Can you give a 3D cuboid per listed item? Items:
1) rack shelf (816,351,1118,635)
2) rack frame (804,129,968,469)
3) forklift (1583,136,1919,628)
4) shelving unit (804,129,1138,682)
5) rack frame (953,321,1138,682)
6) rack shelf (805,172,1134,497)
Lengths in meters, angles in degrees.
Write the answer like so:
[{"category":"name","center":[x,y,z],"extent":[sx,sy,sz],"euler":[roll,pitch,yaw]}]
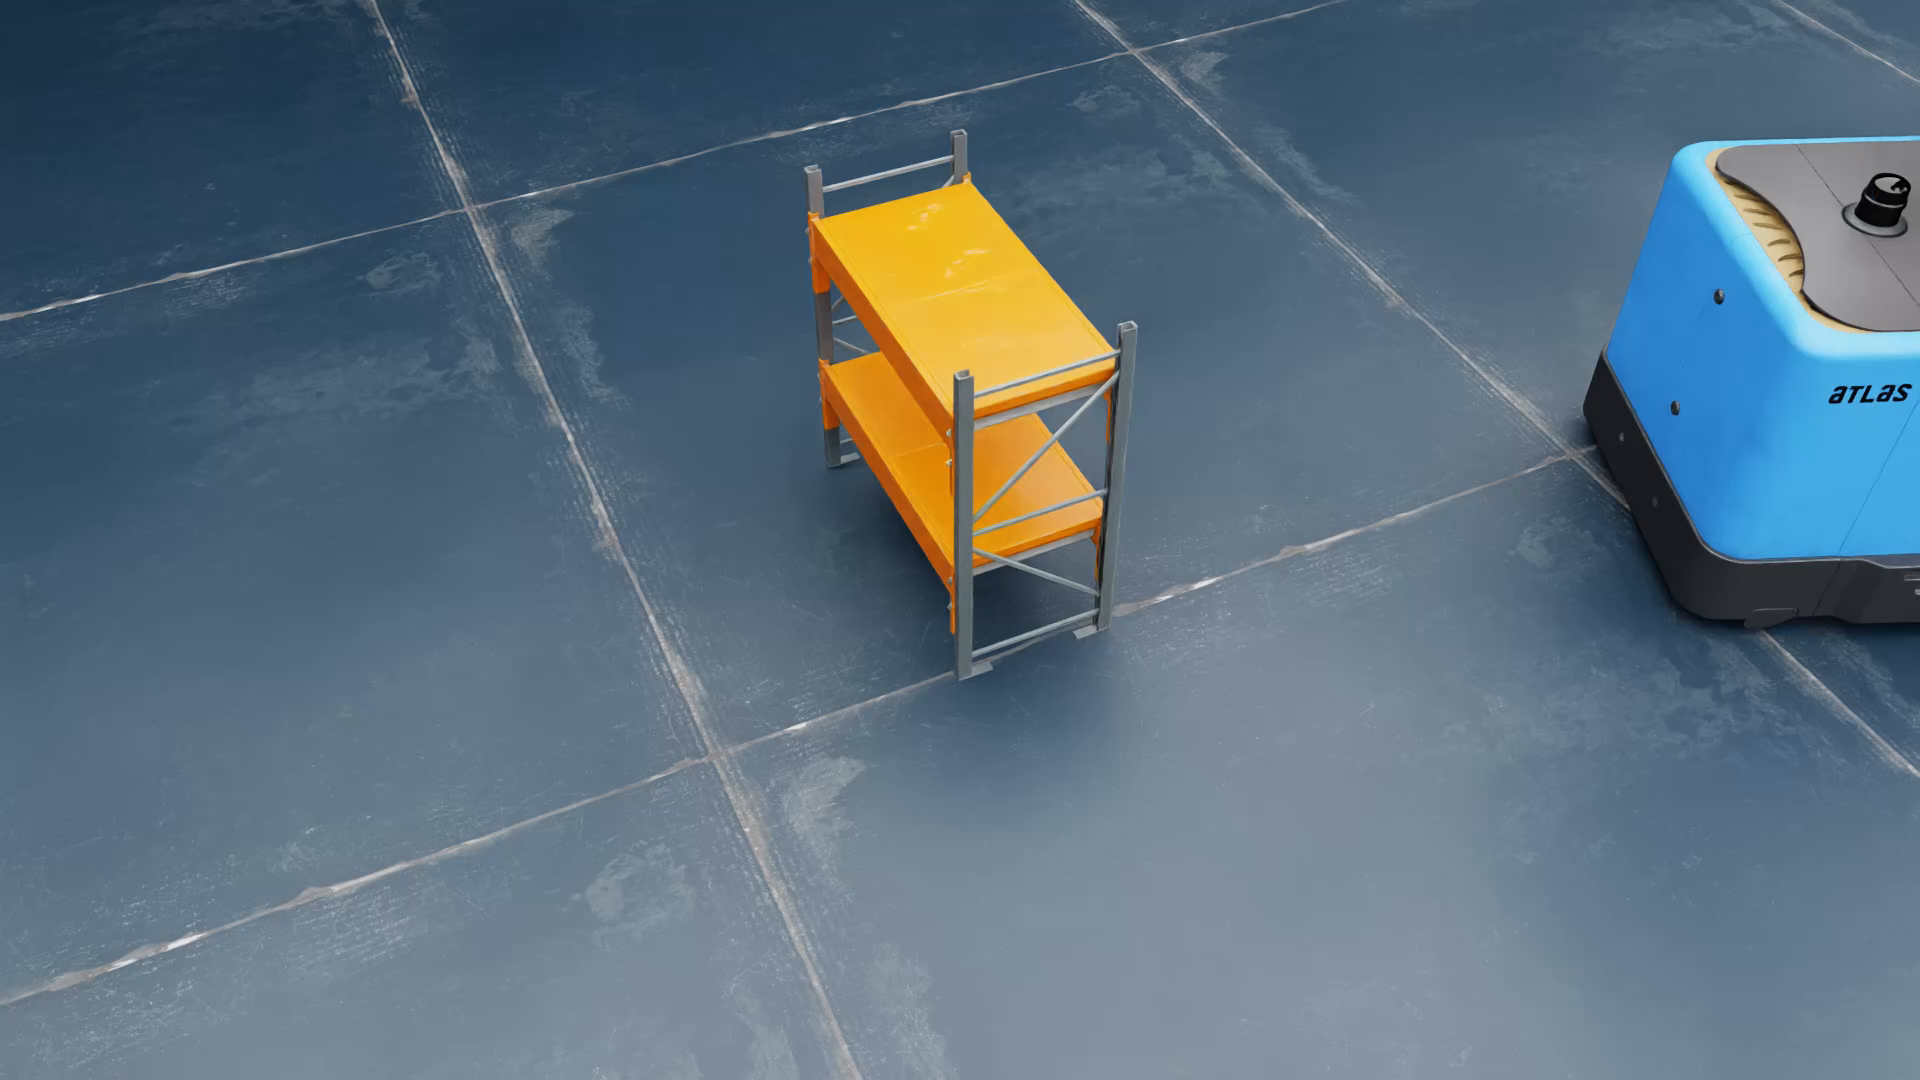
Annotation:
[{"category":"rack shelf","center":[0.003,-0.222,5.022],"extent":[0.538,0.278,1.000],"euler":[-18,47,-17]},{"category":"rack frame","center":[-0.211,-0.720,5.179],"extent":[0.500,1.125,0.032],"euler":[-18,47,-17]},{"category":"forklift","center":[3.626,-1.174,4.353],"extent":[3.031,2.935,1.130],"euler":[-2,45,-2]},{"category":"shelving unit","center":[0.003,-0.396,4.851],"extent":[0.538,1.125,1.048],"euler":[-18,47,-17]},{"category":"rack frame","center":[0.217,-0.072,4.522],"extent":[0.500,1.125,0.032],"euler":[-18,47,-17]},{"category":"rack shelf","center":[0.003,-0.604,4.645],"extent":[0.538,0.278,1.000],"euler":[-18,47,-17]}]
